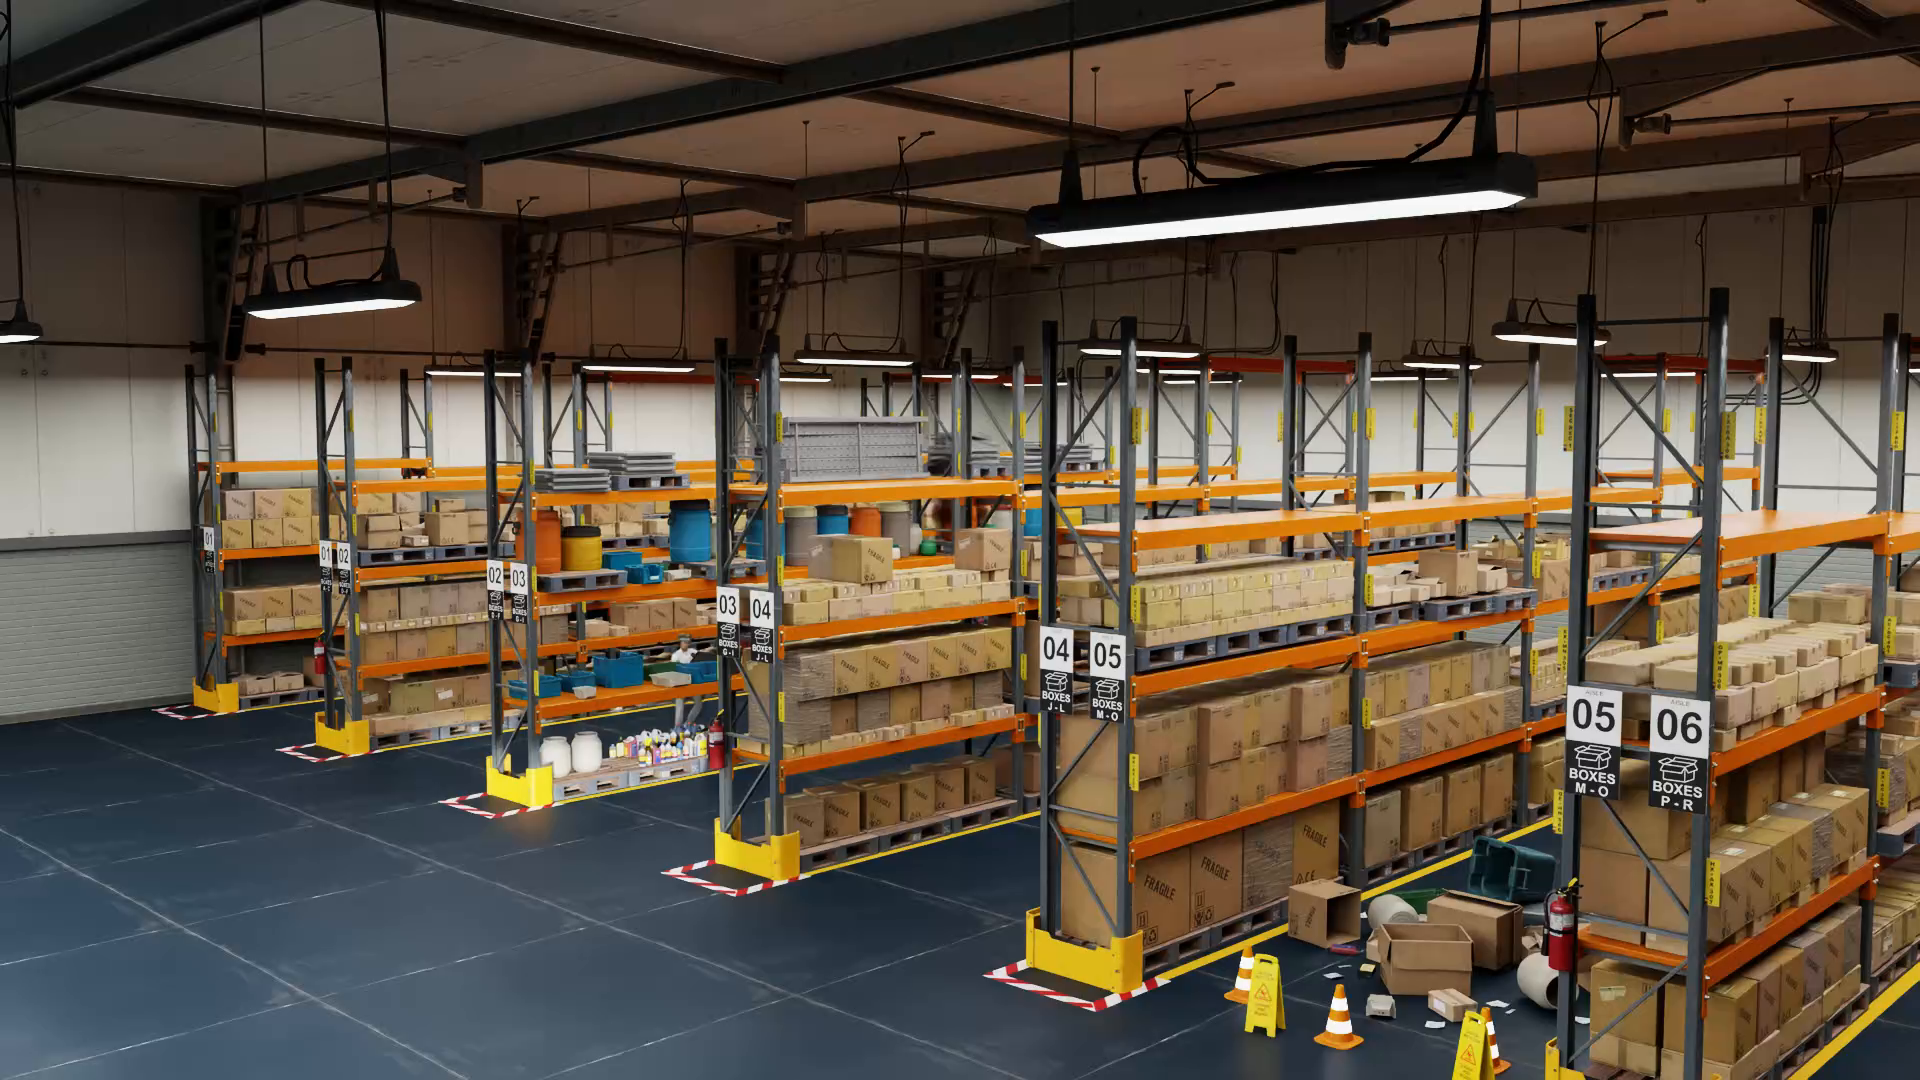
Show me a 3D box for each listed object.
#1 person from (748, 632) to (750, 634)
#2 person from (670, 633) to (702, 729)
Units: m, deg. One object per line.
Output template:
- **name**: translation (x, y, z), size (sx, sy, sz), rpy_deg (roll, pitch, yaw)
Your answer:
- **person**: translation (-3.964, 1.780, 33.614), size (0.554, 1.646, 0.702), rpy_deg (2, 5, 22)
- **person**: translation (-4.328, 2.319, 26.331), size (0.618, 1.672, 0.468), rpy_deg (-2, 5, -25)
